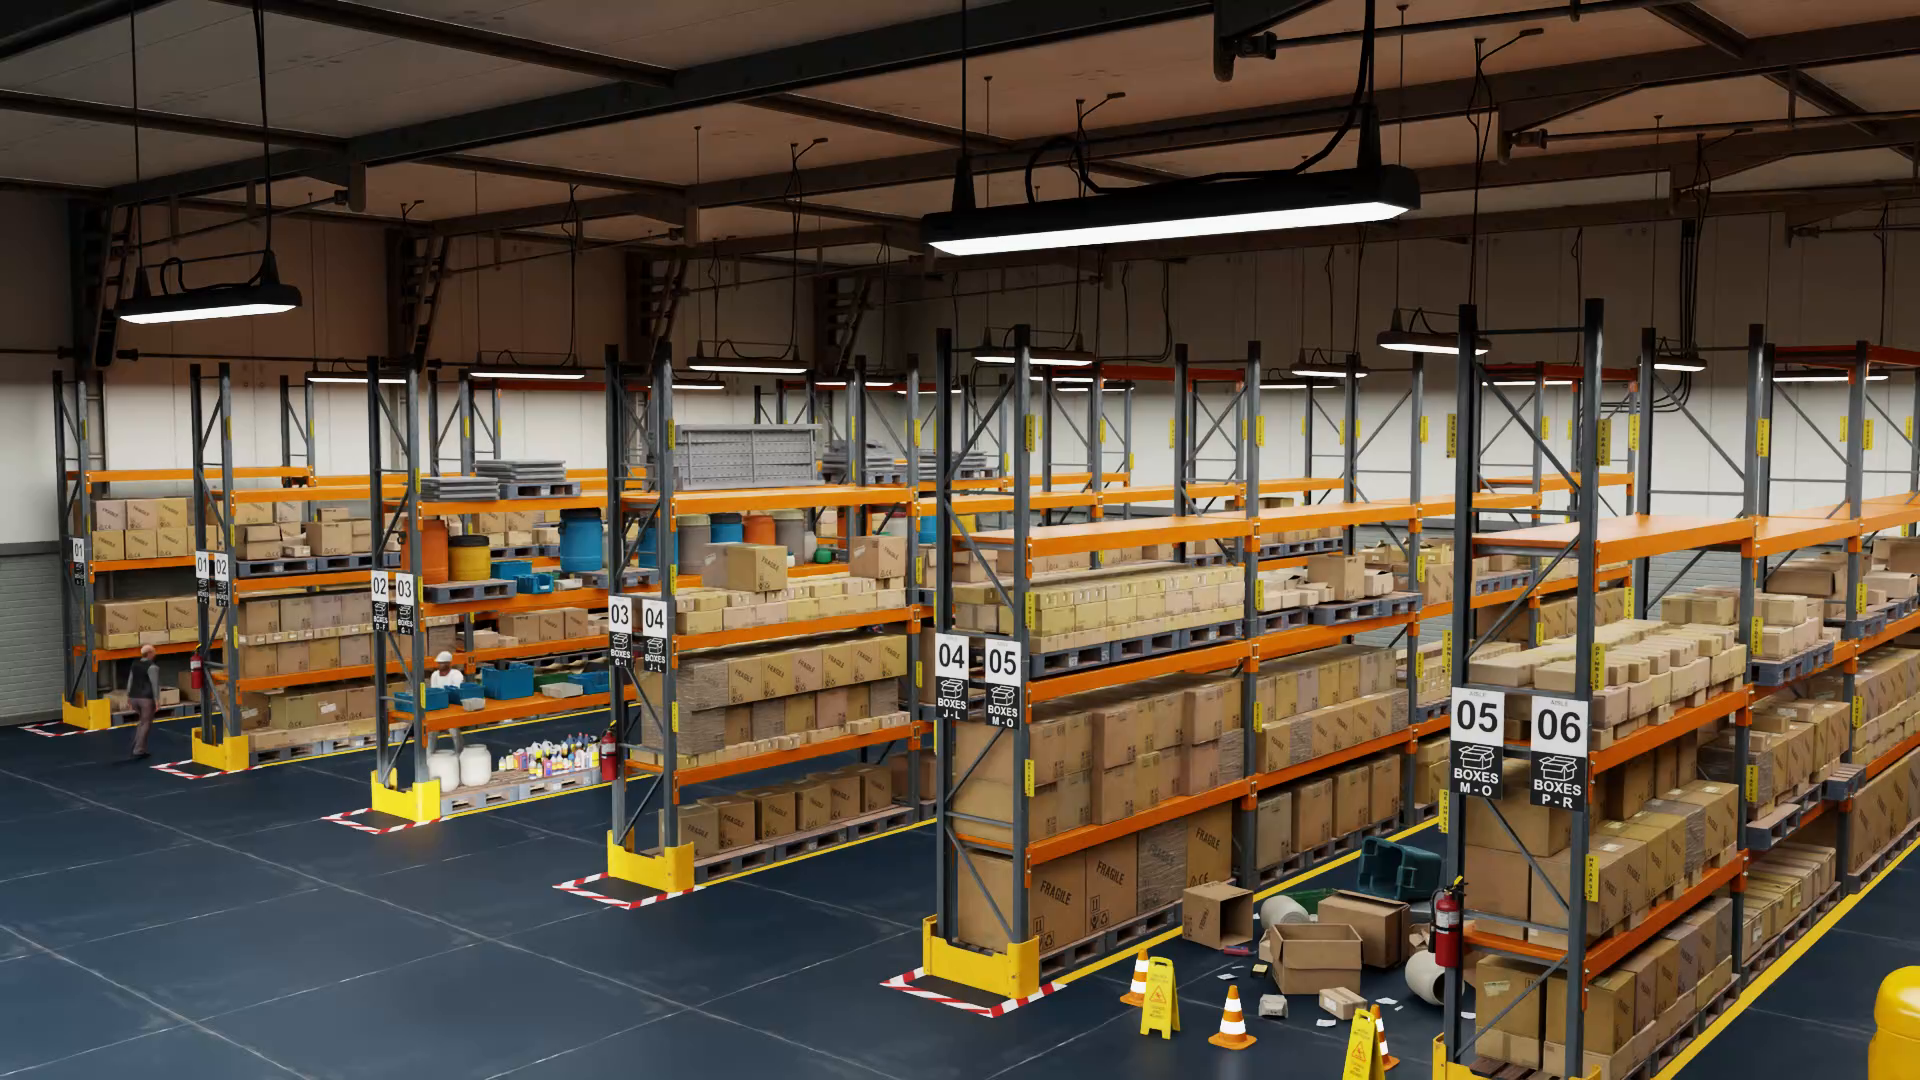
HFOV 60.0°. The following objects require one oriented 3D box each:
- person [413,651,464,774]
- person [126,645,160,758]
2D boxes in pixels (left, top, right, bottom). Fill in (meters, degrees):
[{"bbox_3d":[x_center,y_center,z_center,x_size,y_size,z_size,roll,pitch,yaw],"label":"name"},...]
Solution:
[{"bbox_3d":[-7.606,2.518,24.478,0.585,1.745,0.870,1,4,13],"label":"person"},{"bbox_3d":[-12.484,2.458,25.467,0.576,1.704,0.527,1,4,17],"label":"person"}]
